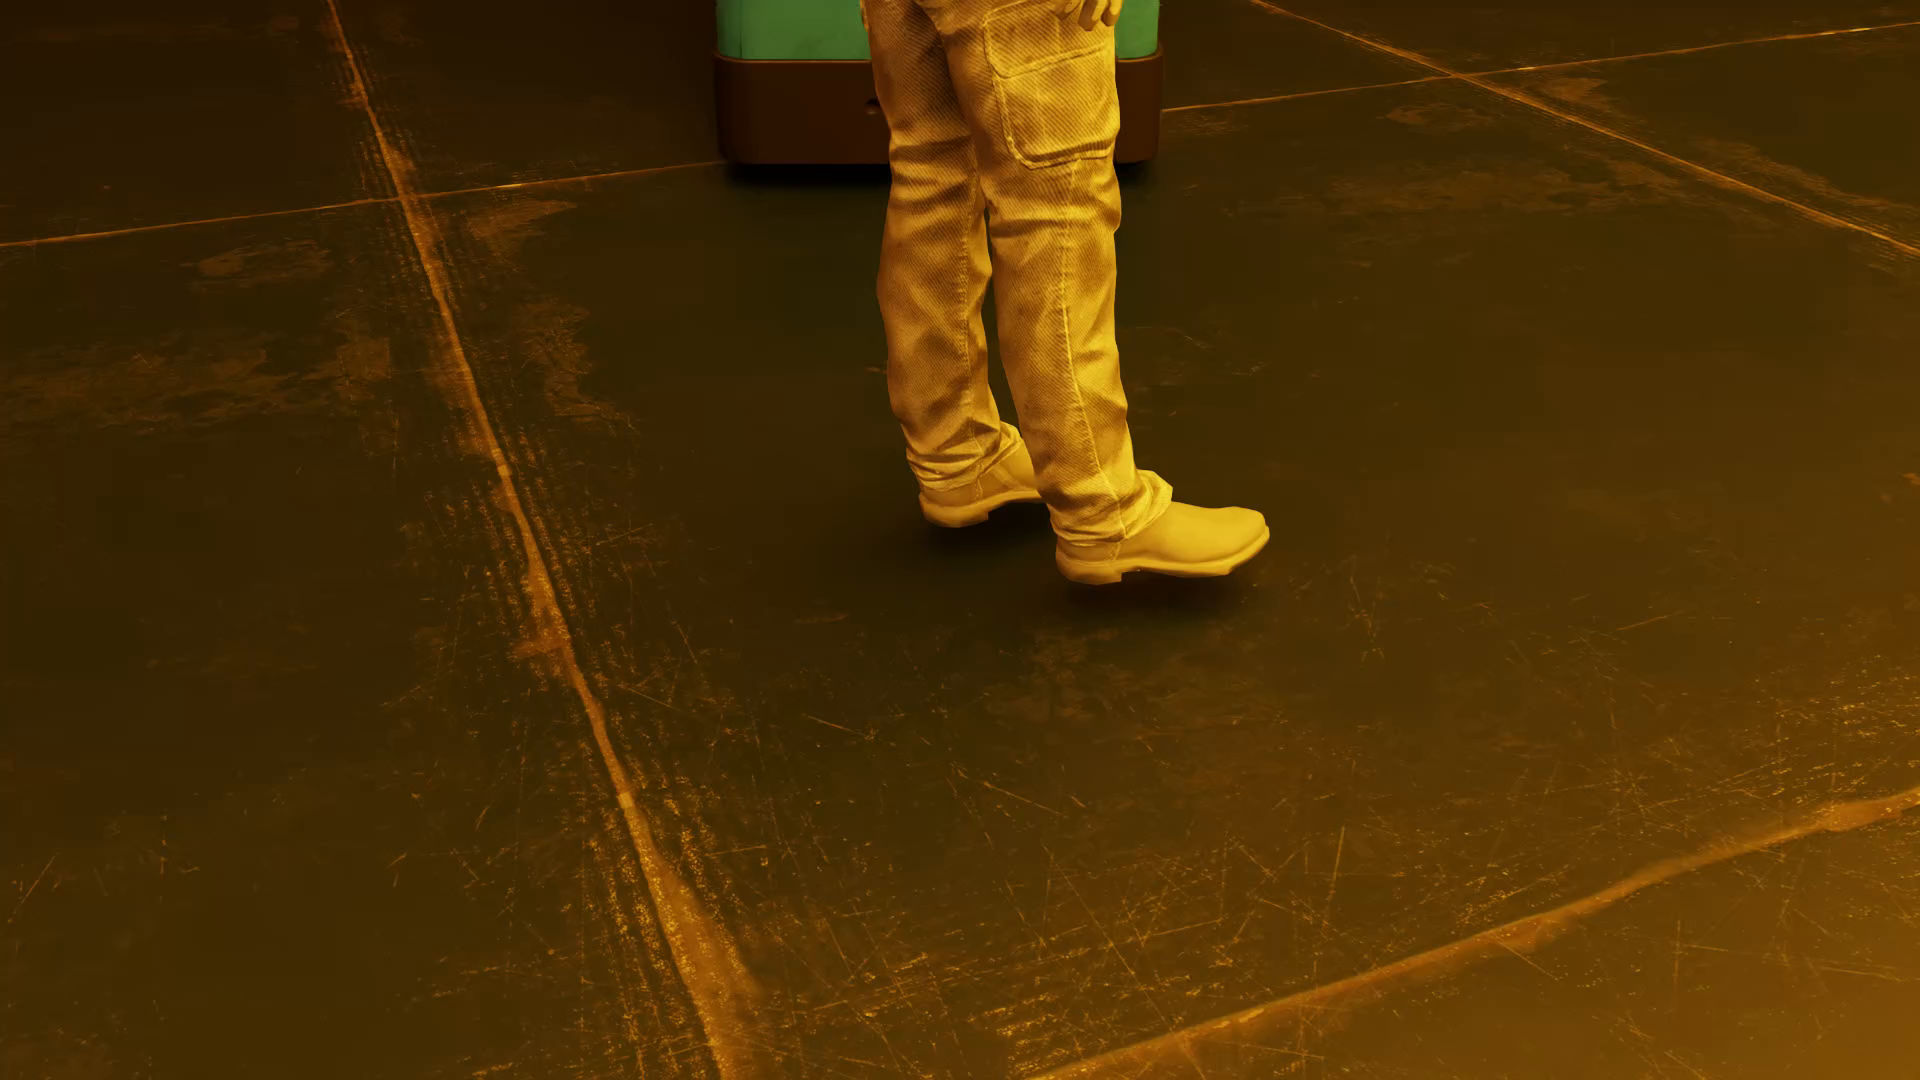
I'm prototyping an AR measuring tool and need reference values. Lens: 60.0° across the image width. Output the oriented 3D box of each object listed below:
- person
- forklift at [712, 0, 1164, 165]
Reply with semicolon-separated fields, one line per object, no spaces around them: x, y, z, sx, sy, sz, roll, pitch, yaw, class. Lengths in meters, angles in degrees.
0.070;-0.826;2.053;0.575;1.784;0.656;-11;32;-19;person
-0.062;-2.841;4.527;1.130;2.935;3.031;0;30;0;forklift
